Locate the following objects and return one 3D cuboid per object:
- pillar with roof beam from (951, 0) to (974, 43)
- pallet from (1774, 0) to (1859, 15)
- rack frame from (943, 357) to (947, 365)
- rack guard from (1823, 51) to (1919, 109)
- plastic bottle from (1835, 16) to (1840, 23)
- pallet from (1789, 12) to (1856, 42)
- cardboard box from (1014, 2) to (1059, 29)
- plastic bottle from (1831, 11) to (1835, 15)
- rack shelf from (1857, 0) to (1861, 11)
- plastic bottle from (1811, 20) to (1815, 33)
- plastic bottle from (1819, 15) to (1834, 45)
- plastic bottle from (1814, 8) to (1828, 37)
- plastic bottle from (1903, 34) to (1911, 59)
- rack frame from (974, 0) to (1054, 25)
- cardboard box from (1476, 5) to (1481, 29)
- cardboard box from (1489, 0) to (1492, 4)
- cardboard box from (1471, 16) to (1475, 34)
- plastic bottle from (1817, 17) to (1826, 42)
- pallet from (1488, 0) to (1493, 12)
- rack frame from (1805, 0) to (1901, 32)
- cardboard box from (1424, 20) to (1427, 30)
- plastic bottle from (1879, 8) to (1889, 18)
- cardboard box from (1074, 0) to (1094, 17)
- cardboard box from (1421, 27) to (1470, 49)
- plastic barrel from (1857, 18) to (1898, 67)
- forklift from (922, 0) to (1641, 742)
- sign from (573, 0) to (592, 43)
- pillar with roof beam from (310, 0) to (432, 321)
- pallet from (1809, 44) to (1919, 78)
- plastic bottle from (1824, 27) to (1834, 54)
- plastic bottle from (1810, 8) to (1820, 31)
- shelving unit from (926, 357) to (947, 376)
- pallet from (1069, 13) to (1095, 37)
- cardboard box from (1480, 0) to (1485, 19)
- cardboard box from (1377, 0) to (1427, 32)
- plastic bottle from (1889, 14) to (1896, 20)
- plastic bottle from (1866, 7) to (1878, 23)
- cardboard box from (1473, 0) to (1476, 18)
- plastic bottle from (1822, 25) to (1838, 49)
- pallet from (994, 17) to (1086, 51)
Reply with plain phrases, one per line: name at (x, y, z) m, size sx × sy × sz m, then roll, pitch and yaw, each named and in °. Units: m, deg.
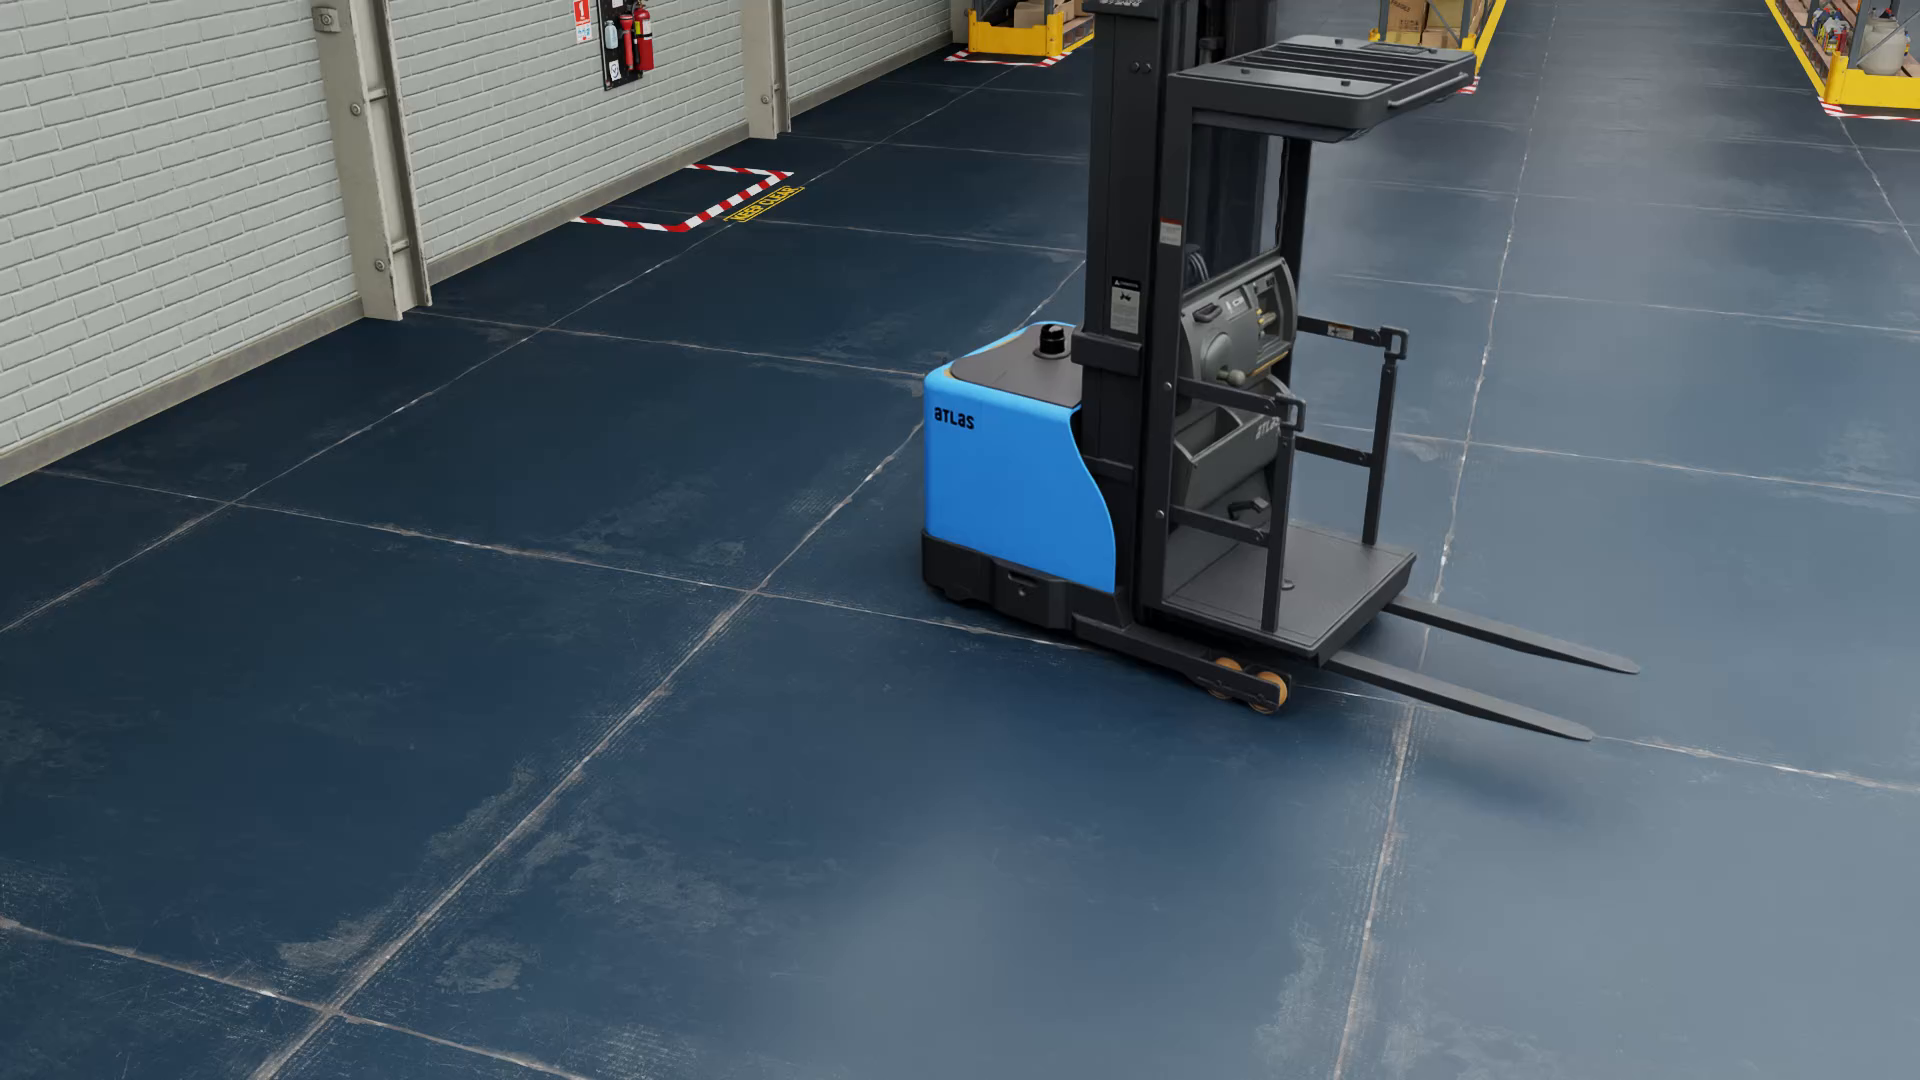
pillar with roof beam at (4.144, -9.954, 18.482) m, size 9.100 × 9.000 × 0.400 m, roll 9°, pitch 27°, yaw 17°
pallet at (12.377, -7.748, 24.011) m, size 1.003 × 0.211 × 1.213 m, roll 9°, pitch 27°, yaw 17°
rack frame at (0.029, -0.455, 8.156) m, size 0.240 × 0.900 × 0.006 m, roll 10°, pitch 28°, yaw 20°
rack guard at (9.990, -4.941, 17.882) m, size 1.175 × 0.500 × 0.348 m, roll 9°, pitch 27°, yaw 17°
plastic bottle at (10.746, -6.294, 20.432) m, size 0.097 × 0.271 × 0.097 m, roll 0°, pitch 26°, yaw 0°
pallet at (11.565, -6.745, 21.940) m, size 1.003 × 0.211 × 1.213 m, roll 9°, pitch 27°, yaw 17°
cardboard box at (0.982, -6.724, 21.276) m, size 0.500 × 0.311 × 0.500 m, roll 6°, pitch 26°, yaw 12°
plastic bottle at (10.840, -6.428, 20.697) m, size 0.061 × 0.283 × 0.133 m, roll 9°, pitch 27°, yaw 17°
rack shelf at (10.675, -6.526, 19.113) m, size 1.077 × 0.370 × 4.000 m, roll 9°, pitch 27°, yaw 17°
plastic bottle at (10.753, -6.460, 20.856) m, size 0.097 × 0.201 × 0.097 m, roll 0°, pitch 26°, yaw 0°
plastic bottle at (10.476, -6.154, 20.053) m, size 0.144 × 0.351 × 0.185 m, roll 9°, pitch 27°, yaw 17°
plastic bottle at (10.680, -6.406, 20.574) m, size 0.144 × 0.351 × 0.185 m, roll 10°, pitch 27°, yaw 19°
plastic bottle at (10.906, -5.698, 19.203) m, size 0.097 × 0.271 × 0.097 m, roll 0°, pitch 26°, yaw 0°
rack frame at (0.667, -7.465, 20.226) m, size 1.000 × 3.000 × 0.127 m, roll 9°, pitch 27°, yaw 17°
cardboard box at (6.394, -6.710, 21.339) m, size 0.500 × 0.250 × 0.500 m, roll 9°, pitch 27°, yaw 17°
cardboard box at (7.210, -7.683, 23.350) m, size 0.500 × 0.250 × 0.500 m, roll 9°, pitch 27°, yaw 19°
cardboard box at (6.057, -6.299, 20.491) m, size 0.500 × 0.250 × 0.500 m, roll 9°, pitch 27°, yaw 17°
plastic bottle at (10.523, -6.237, 20.301) m, size 0.061 × 0.283 × 0.133 m, roll 10°, pitch 28°, yaw 20°
pallet at (7.283, -7.948, 24.424) m, size 1.003 × 0.211 × 1.213 m, roll 9°, pitch 27°, yaw 17°
rack frame at (11.340, -7.672, 20.654) m, size 1.000 × 3.000 × 0.127 m, roll 9°, pitch 27°, yaw 17°
cardboard box at (5.394, -6.170, 20.225) m, size 0.500 × 0.250 × 0.500 m, roll 9°, pitch 27°, yaw 17°
plastic bottle at (11.398, -6.371, 20.502) m, size 0.144 × 0.351 × 0.185 m, roll 8°, pitch 27°, yaw 16°
cardboard box at (1.463, -7.338, 22.327) m, size 0.700 × 0.500 × 0.500 m, roll 7°, pitch 27°, yaw 14°
cardboard box at (5.728, -5.888, 19.642) m, size 0.500 × 0.250 × 0.500 m, roll 9°, pitch 27°, yaw 17°
plastic barrel at (10.323, -5.585, 18.716) m, size 0.421 × 0.512 × 0.421 m, roll 0°, pitch 26°, yaw 0°
forklift at (1.316, -0.875, 6.694) m, size 3.031 × 2.935 × 1.130 m, roll 17°, pitch 31°, yaw 32°
sign at (-3.052, -4.206, 13.454) m, size 0.001 × 0.329 × 0.234 m, roll 9°, pitch 27°, yaw 17°
pillar with roof beam at (0.150, -5.023, 8.297) m, size 9.100 × 9.000 × 0.400 m, roll 9°, pitch 27°, yaw 17°
pallet at (10.673, -5.644, 19.665) m, size 1.003 × 0.211 × 1.213 m, roll 9°, pitch 27°, yaw 17°
plastic bottle at (10.229, -5.873, 19.550) m, size 0.061 × 0.283 × 0.133 m, roll 9°, pitch 27°, yaw 19°
plastic bottle at (10.821, -6.575, 21.013) m, size 0.097 × 0.271 × 0.097 m, roll 0°, pitch 26°, yaw 0°
shelving unit at (-0.010, -0.414, 8.071) m, size 0.258 × 0.900 × 0.210 m, roll 10°, pitch 28°, yaw 20°
pallet at (1.403, -7.070, 22.609) m, size 1.003 × 0.211 × 1.213 m, roll 9°, pitch 27°, yaw 17°
cardboard box at (6.722, -7.121, 22.189) m, size 0.500 × 0.250 × 0.500 m, roll 9°, pitch 27°, yaw 17°
cardboard box at (5.237, -6.301, 19.634) m, size 0.500 × 0.500 × 0.500 m, roll 9°, pitch 27°, yaw 17°
plastic bottle at (11.226, -6.160, 20.065) m, size 0.144 × 0.351 × 0.185 m, roll 9°, pitch 27°, yaw 17°
plastic bottle at (11.262, -6.392, 20.545) m, size 0.144 × 0.351 × 0.185 m, roll 9°, pitch 27°, yaw 17°
cardboard box at (6.046, -6.638, 20.331) m, size 0.500 × 0.500 × 0.500 m, roll 9°, pitch 27°, yaw 17°
plastic bottle at (10.363, -5.975, 19.770) m, size 0.152 × 0.276 × 0.135 m, roll 8°, pitch 27°, yaw 16°
pallet at (0.996, -6.570, 21.577) m, size 1.003 × 0.211 × 1.213 m, roll 9°, pitch 27°, yaw 17°
